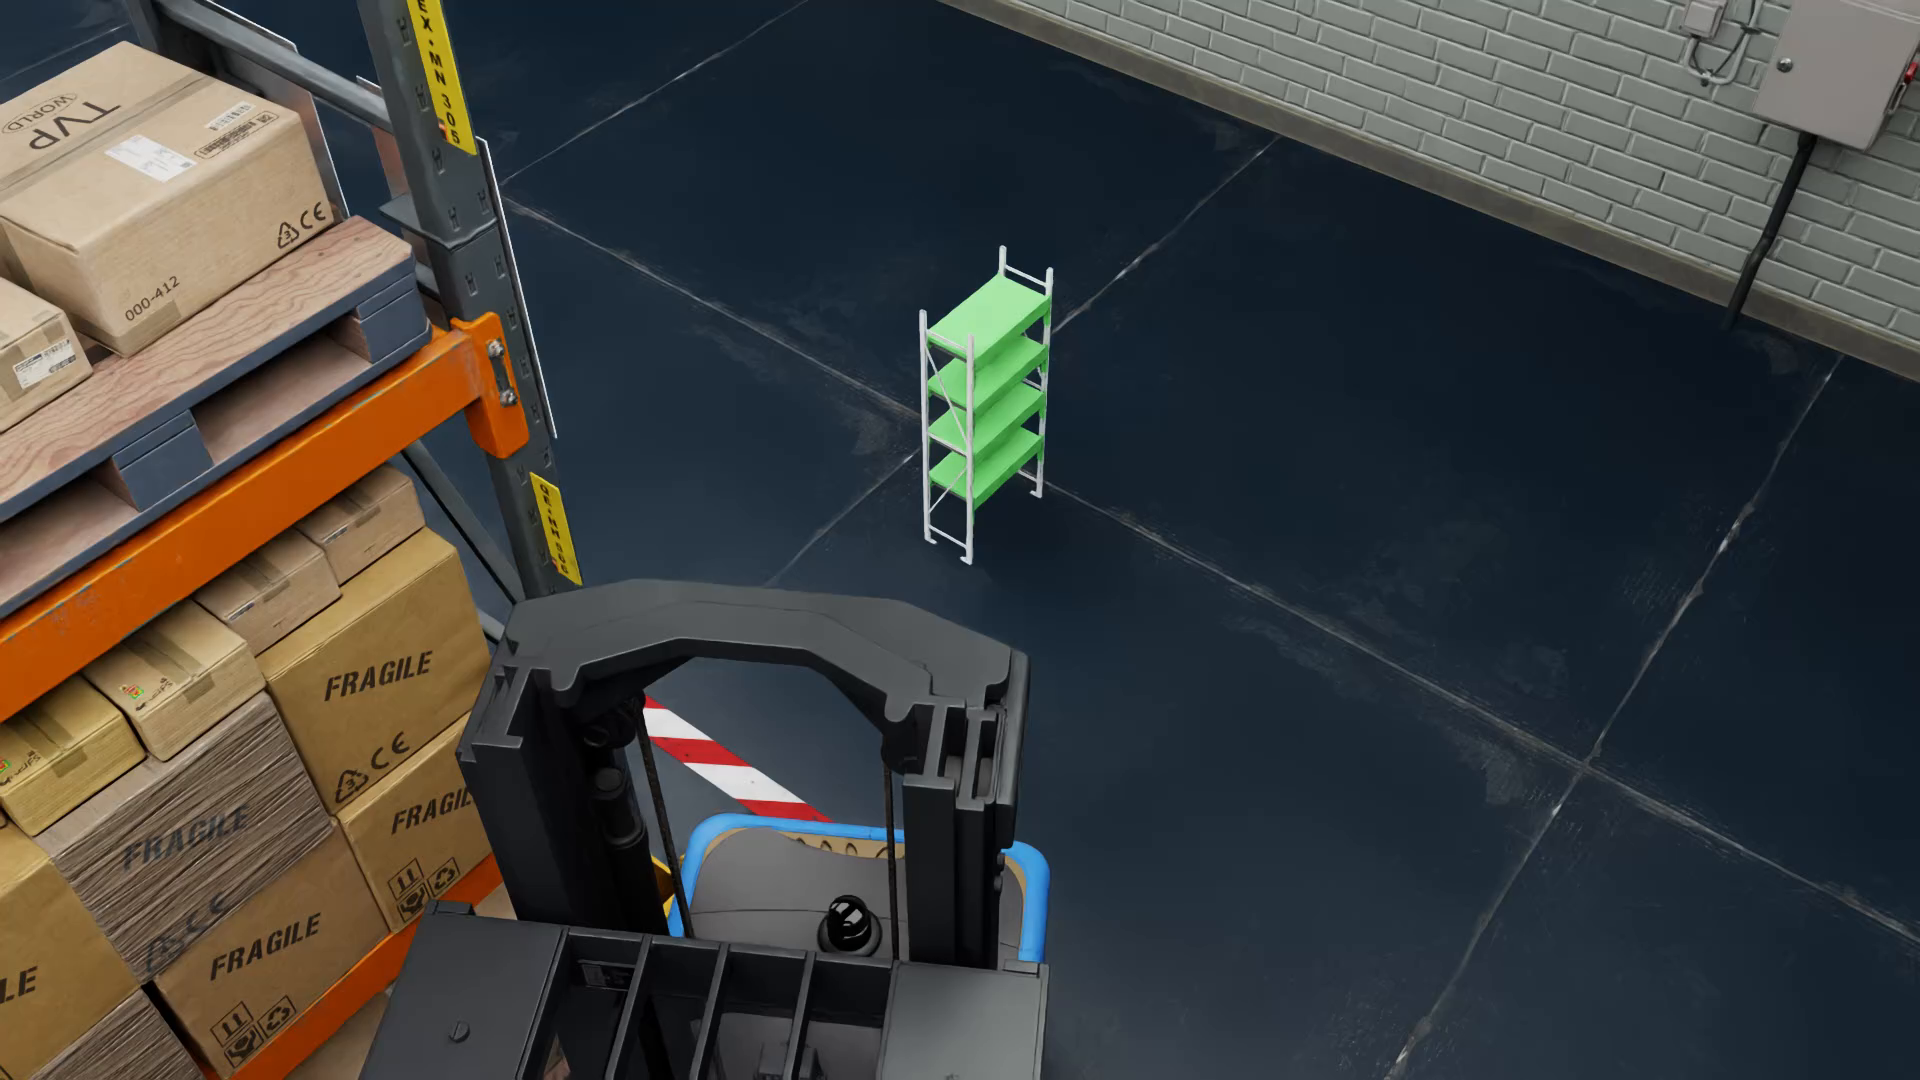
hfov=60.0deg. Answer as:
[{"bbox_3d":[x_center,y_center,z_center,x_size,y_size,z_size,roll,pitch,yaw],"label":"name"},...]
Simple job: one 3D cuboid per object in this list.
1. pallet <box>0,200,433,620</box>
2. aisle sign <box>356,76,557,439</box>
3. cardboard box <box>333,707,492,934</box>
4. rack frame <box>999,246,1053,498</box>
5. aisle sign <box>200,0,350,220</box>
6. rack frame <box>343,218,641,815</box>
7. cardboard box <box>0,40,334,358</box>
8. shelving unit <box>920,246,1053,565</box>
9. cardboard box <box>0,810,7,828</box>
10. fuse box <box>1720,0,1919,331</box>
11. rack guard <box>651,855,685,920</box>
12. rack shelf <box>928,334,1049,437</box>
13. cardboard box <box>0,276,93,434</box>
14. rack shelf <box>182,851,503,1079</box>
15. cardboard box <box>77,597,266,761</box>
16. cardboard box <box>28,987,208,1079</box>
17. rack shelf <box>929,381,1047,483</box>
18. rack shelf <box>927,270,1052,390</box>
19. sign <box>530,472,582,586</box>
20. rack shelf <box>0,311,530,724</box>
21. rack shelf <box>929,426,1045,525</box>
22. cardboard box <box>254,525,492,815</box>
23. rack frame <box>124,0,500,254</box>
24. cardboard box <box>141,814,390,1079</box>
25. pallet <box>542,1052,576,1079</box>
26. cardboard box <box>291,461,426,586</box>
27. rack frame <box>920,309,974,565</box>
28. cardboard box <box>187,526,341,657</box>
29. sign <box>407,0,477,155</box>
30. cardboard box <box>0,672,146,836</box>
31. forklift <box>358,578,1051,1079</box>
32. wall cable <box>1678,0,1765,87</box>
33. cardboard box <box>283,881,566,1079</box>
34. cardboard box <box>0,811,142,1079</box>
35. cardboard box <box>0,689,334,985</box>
[{"bbox_3d":[-1.814,-0.366,3.177,1.003,0.211,1.213,29,53,25],"label":"pallet"},{"bbox_3d":[-1.080,-0.592,3.608,0.394,0.787,0.004,29,53,25],"label":"aisle sign"},{"bbox_3d":[-1.454,0.569,4.228,0.500,0.500,0.500,29,53,25],"label":"cardboard box"},{"bbox_3d":[0.250,-0.649,6.705,0.240,1.200,0.015,29,53,25],"label":"rack frame"},{"bbox_3d":[-1.554,-0.857,3.861,0.394,0.787,0.004,29,53,25],"label":"aisle sign"},{"bbox_3d":[-1.369,0.210,4.639,1.000,3.000,0.127,29,53,25],"label":"rack frame"},{"bbox_3d":[-1.573,-0.656,3.137,0.500,0.250,0.500,25,51,22],"label":"cardboard box"},{"bbox_3d":[0.101,-0.509,6.571,0.258,1.200,0.503,29,53,25],"label":"shelving unit"},{"bbox_3d":[-2.060,0.485,3.168,0.380,0.149,0.250,29,53,25],"label":"cardboard box"},{"bbox_3d":[3.633,-1.569,7.230,0.539,1.711,0.414,29,53,25],"label":"fuse box"},{"bbox_3d":[-1.354,1.060,5.556,1.175,0.500,0.348,29,53,25],"label":"rack guard"},{"bbox_3d":[0.101,-0.631,6.444,0.258,0.148,0.480,29,53,25],"label":"rack shelf"},{"bbox_3d":[-1.766,-0.346,2.911,0.380,0.149,0.250,25,51,22],"label":"cardboard box"},{"bbox_3d":[-2.592,1.603,3.806,1.077,0.370,4.000,29,53,25],"label":"rack shelf"},{"bbox_3d":[-1.657,0.241,3.401,0.380,0.149,0.250,29,53,25],"label":"cardboard box"},{"bbox_3d":[-2.080,1.148,3.675,0.500,0.500,0.500,31,54,26],"label":"cardboard box"},{"bbox_3d":[0.101,-0.465,6.618,0.258,0.148,0.480,29,53,25],"label":"rack shelf"},{"bbox_3d":[0.101,-0.797,6.270,0.258,0.148,0.480,29,53,25],"label":"rack shelf"},{"bbox_3d":[-0.948,-0.024,3.898,0.100,0.325,0.005,29,53,25],"label":"sign"},{"bbox_3d":[-2.592,0.567,2.722,1.077,0.370,4.000,29,53,25],"label":"rack shelf"},{"bbox_3d":[0.101,-0.299,6.791,0.258,0.148,0.480,29,53,25],"label":"rack shelf"},{"bbox_3d":[-1.475,0.212,3.878,0.500,0.500,0.500,31,54,26],"label":"cardboard box"},{"bbox_3d":[-1.369,-1.862,2.470,1.000,3.000,0.127,29,53,25],"label":"rack frame"},{"bbox_3d":[-1.773,0.849,3.960,0.500,0.500,0.500,28,52,24],"label":"cardboard box"},{"bbox_3d":[-1.796,1.666,5.178,1.003,0.211,1.213,29,53,25],"label":"pallet"},{"bbox_3d":[-1.430,-0.100,3.726,0.380,0.149,0.250,30,53,25],"label":"cardboard box"},{"bbox_3d":[-0.048,-0.370,6.438,0.240,1.200,0.015,29,53,25],"label":"rack frame"},{"bbox_3d":[-1.566,0.056,3.577,0.380,0.149,0.250,30,53,26],"label":"cardboard box"},{"bbox_3d":[-0.948,-0.856,3.026,0.100,0.325,0.005,29,53,25],"label":"sign"},{"bbox_3d":[-1.844,0.367,3.281,0.380,0.149,0.250,30,53,26],"label":"cardboard box"},{"bbox_3d":[-0.420,1.595,3.364,1.130,2.935,3.031,5,47,5],"label":"forklift"},{"bbox_3d":[3.189,-2.757,6.771,0.588,1.984,0.122,29,53,25],"label":"wall cable"},{"bbox_3d":[-1.693,1.372,5.011,0.875,0.438,0.875,27,52,24],"label":"cardboard box"},{"bbox_3d":[-2.077,0.805,3.311,0.500,0.500,0.500,29,53,25],"label":"cardboard box"},{"bbox_3d":[-1.772,0.524,3.580,0.500,0.500,0.500,29,53,25],"label":"cardboard box"}]
